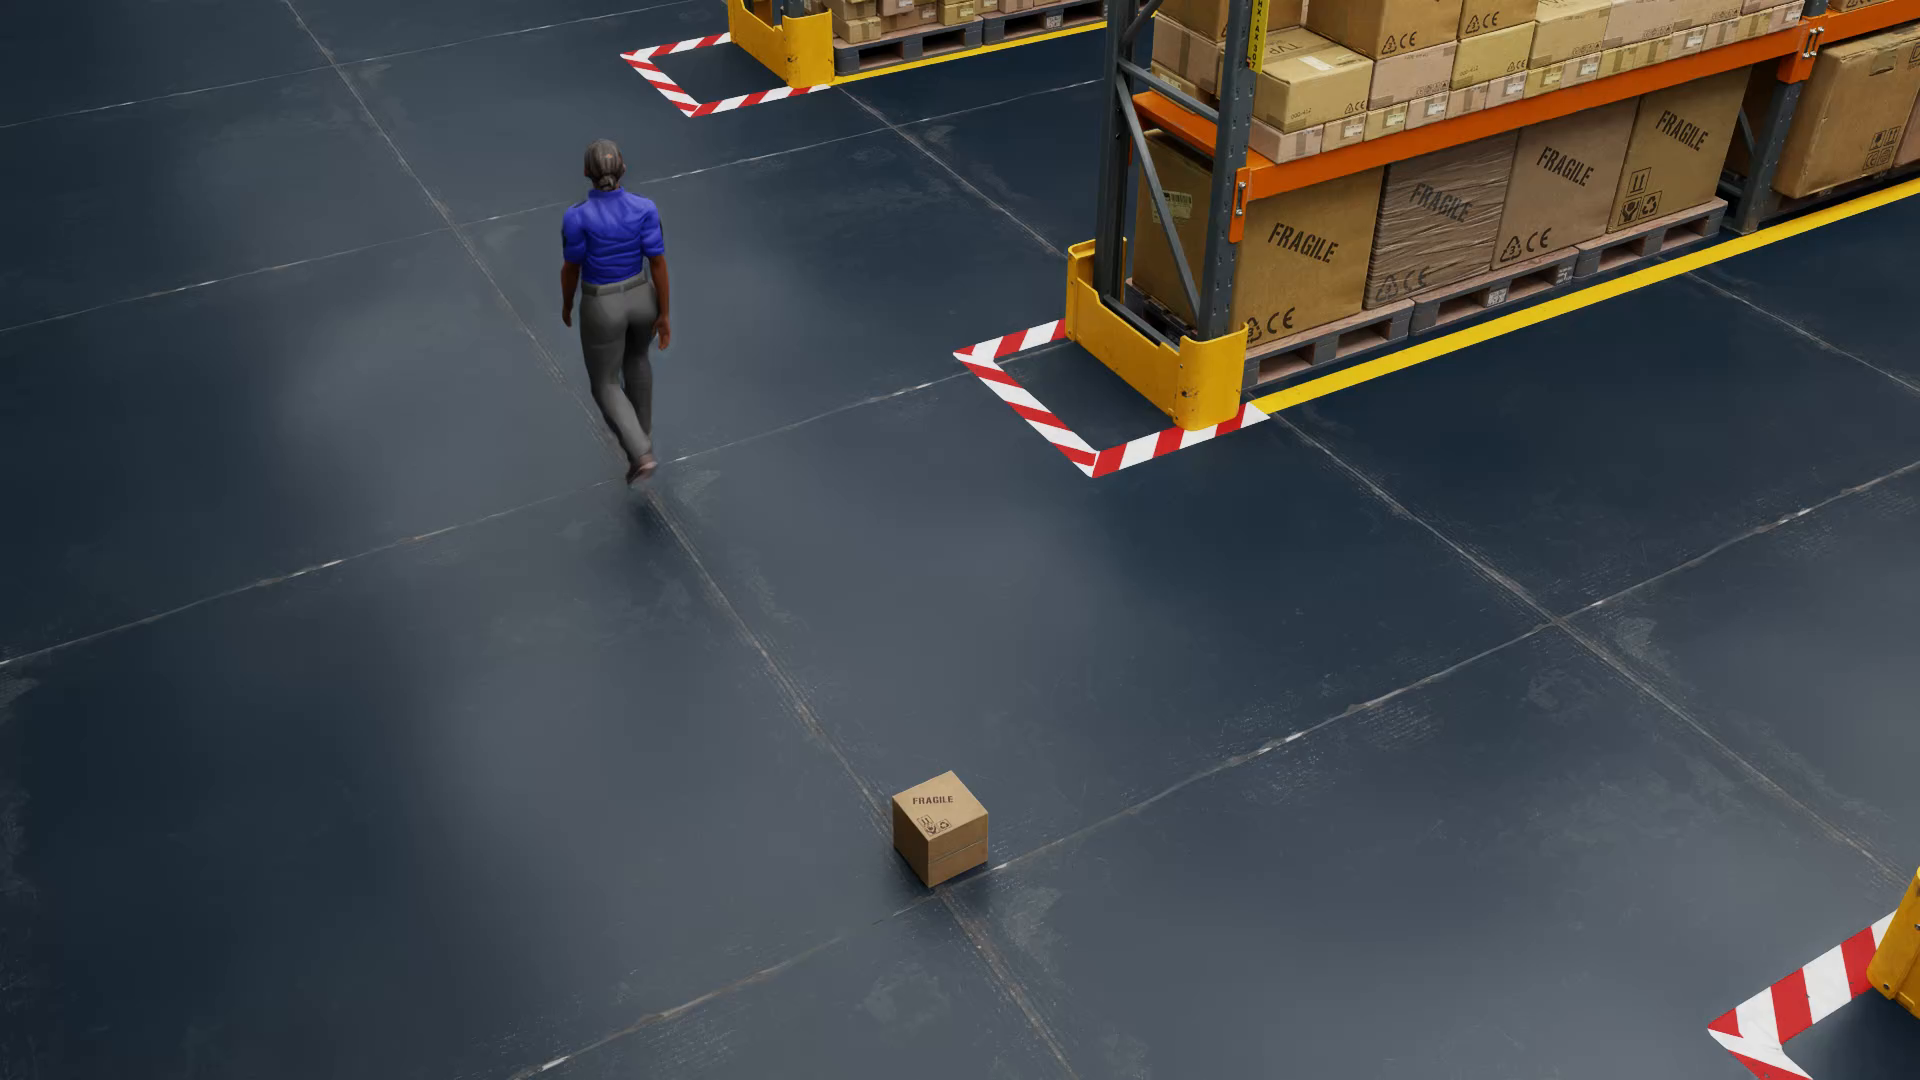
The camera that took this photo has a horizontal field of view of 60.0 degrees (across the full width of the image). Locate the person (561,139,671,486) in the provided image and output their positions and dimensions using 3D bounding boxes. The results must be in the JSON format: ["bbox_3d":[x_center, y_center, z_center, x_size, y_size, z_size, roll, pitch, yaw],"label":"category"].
[{"bbox_3d":[-1.525,-1.032,7.499,0.445,1.615,0.859,-19,41,-23],"label":"person"}]
